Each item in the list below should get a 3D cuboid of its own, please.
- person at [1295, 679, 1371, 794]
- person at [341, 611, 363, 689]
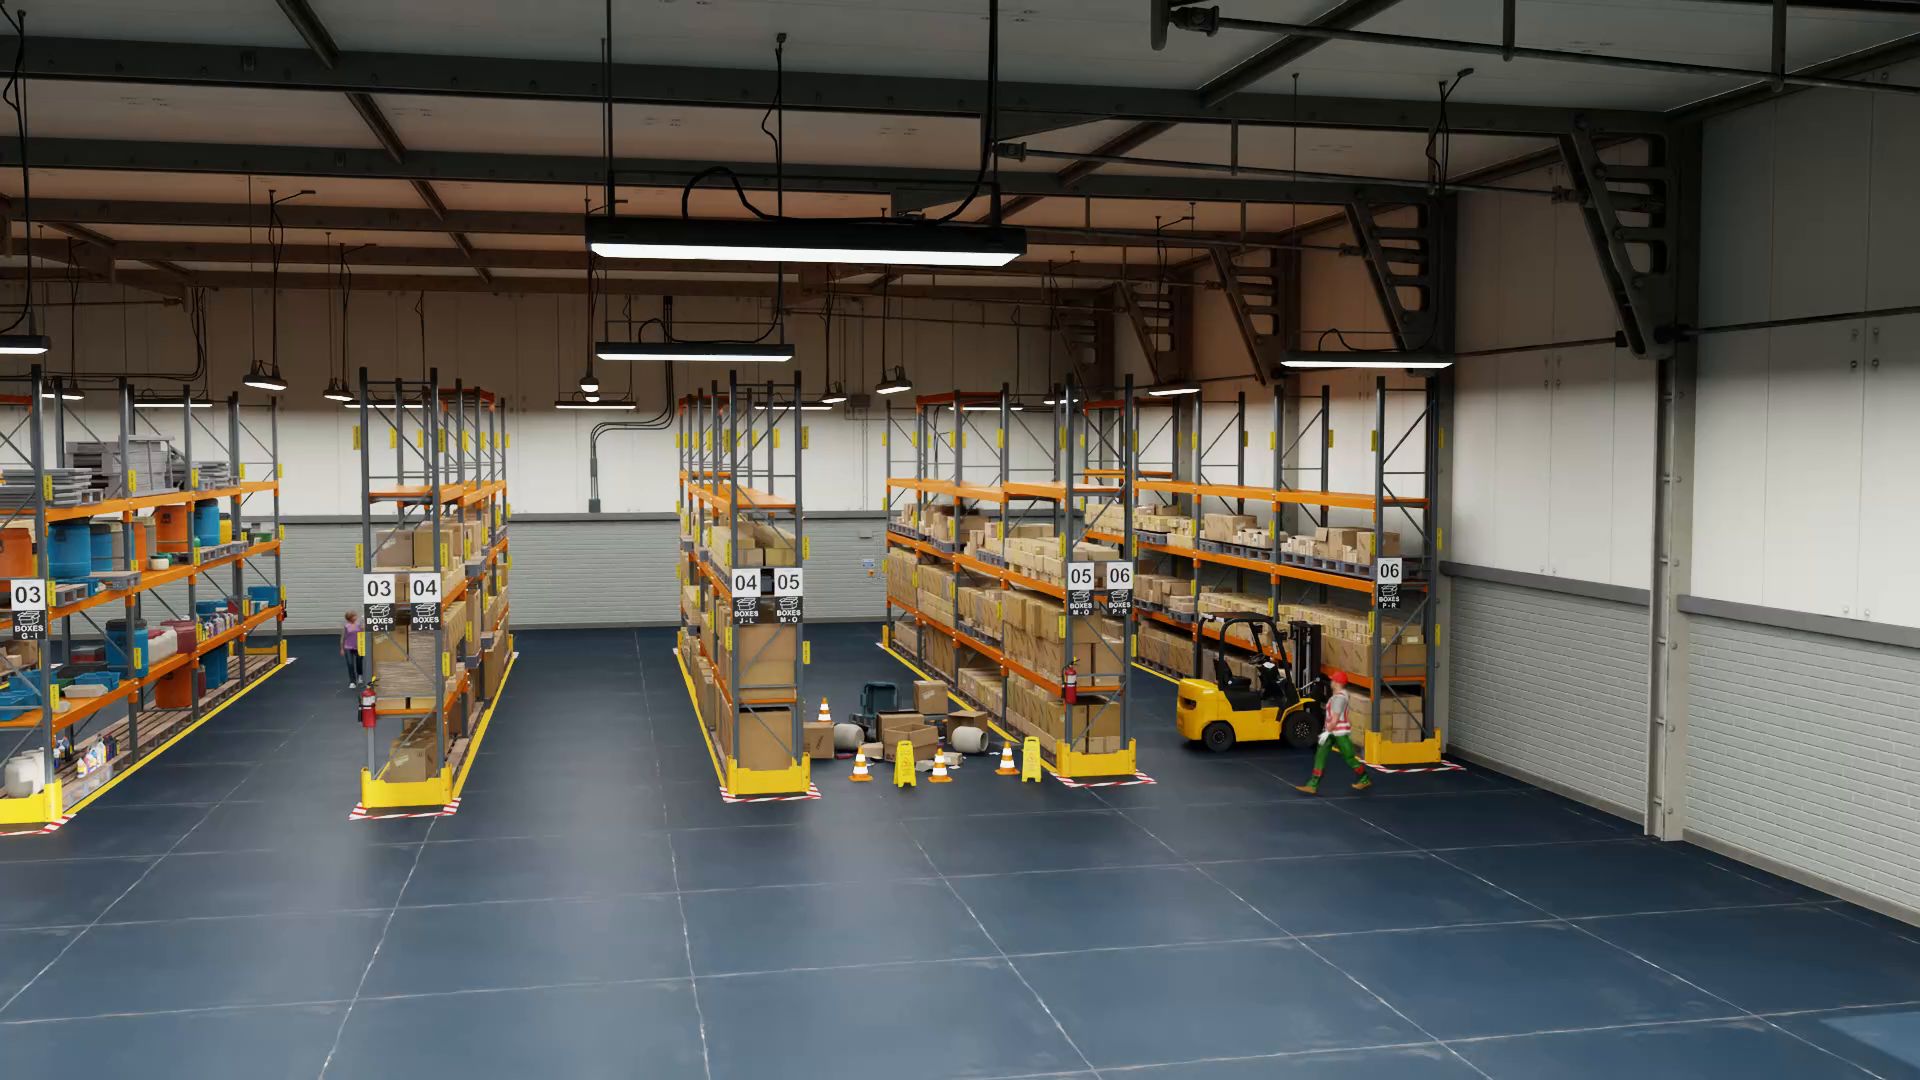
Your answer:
[{"bbox_3d":[5.320,2.754,23.546,1.087,1.699,0.476,-2,4,-26],"label":"person"},{"bbox_3d":[-12.323,2.200,33.719,0.435,1.560,0.703,-1,4,-17],"label":"person"}]
